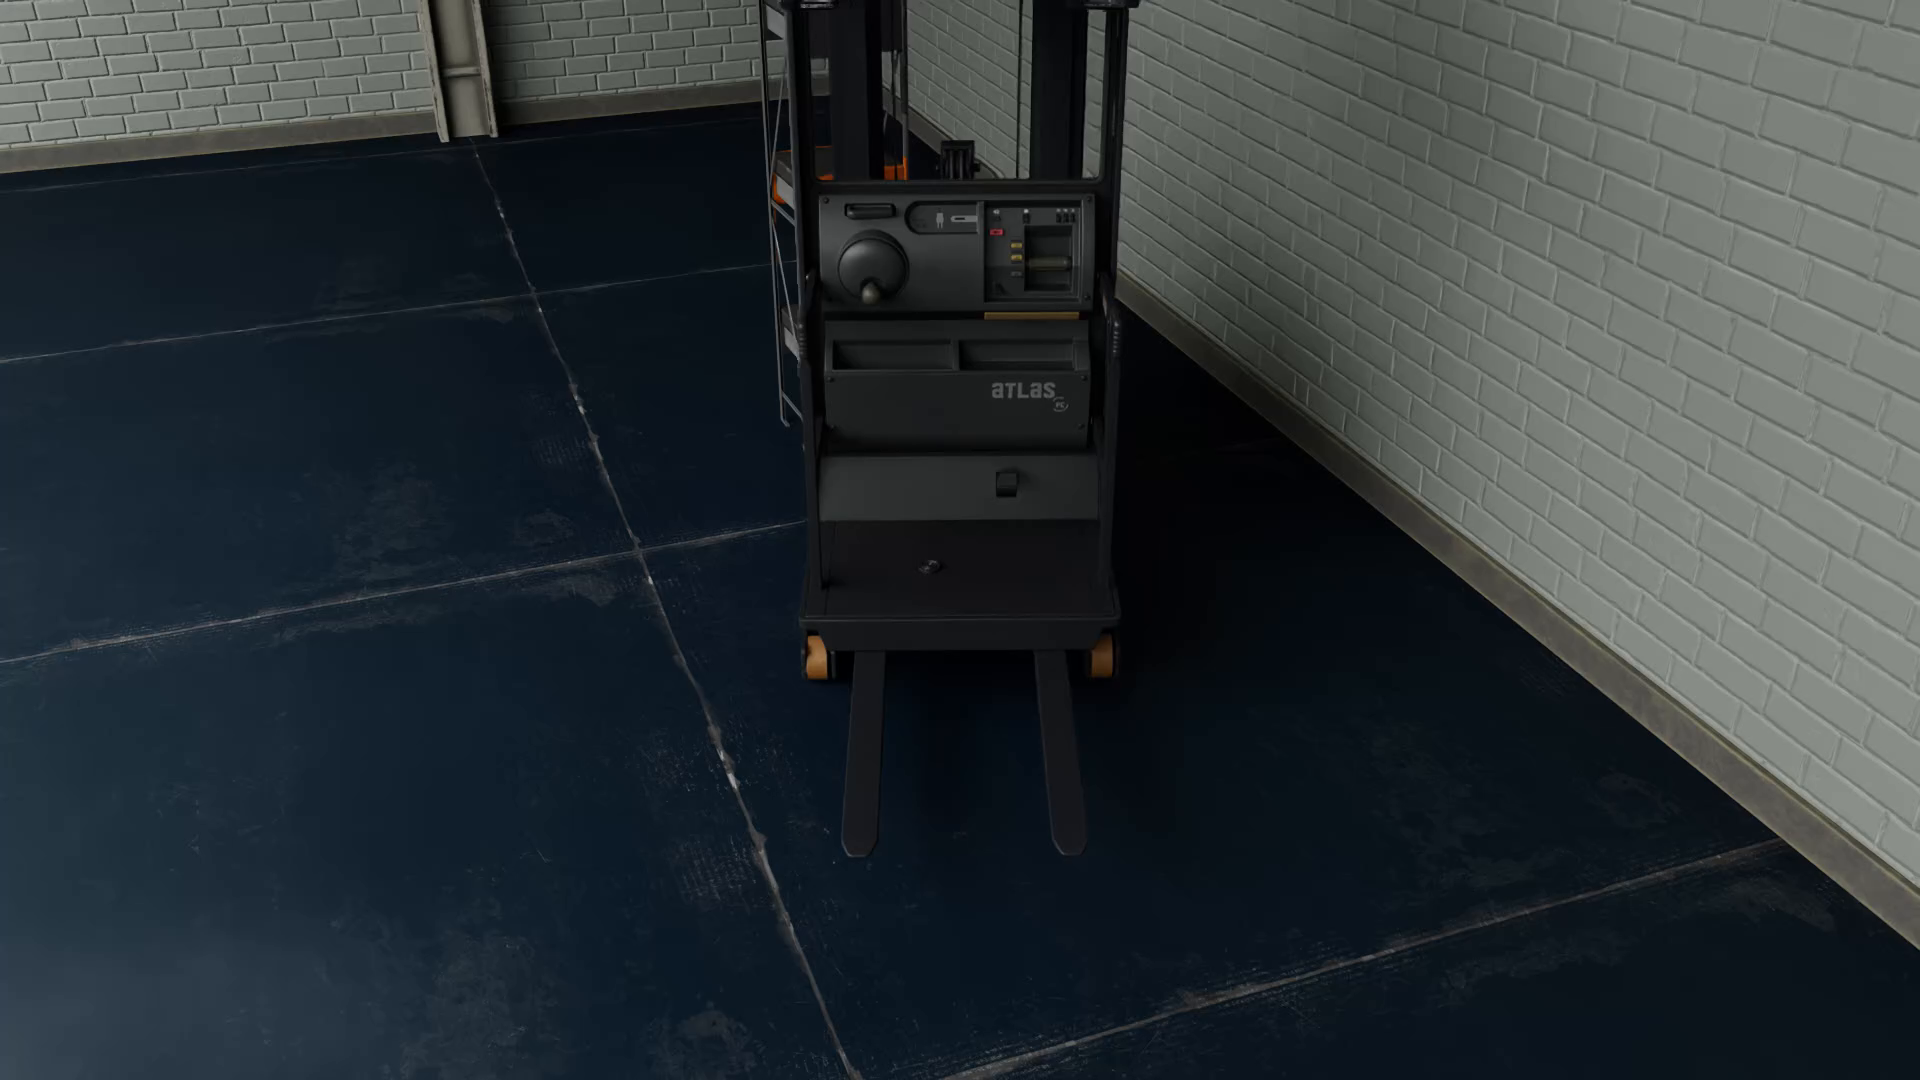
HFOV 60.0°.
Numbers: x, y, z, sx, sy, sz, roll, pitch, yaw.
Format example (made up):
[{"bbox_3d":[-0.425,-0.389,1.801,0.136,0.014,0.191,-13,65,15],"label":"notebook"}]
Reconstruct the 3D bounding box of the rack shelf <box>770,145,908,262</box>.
[{"bbox_3d":[-0.523,-1.418,7.146,0.480,0.518,0.431,-12,32,-20],"label":"rack shelf"}]

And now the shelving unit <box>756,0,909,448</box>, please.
[{"bbox_3d":[-0.523,-1.430,7.139,0.503,2.100,0.431,-12,32,-20],"label":"shelving unit"}]

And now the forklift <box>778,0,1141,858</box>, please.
[{"bbox_3d":[-0.004,-0.933,5.427,1.130,2.935,3.031,0,30,-1],"label":"forklift"}]

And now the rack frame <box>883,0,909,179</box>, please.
[{"bbox_3d":[-0.299,-1.478,7.224,0.015,2.100,0.400,-12,32,-20],"label":"rack frame"}]

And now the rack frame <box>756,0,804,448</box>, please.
[{"bbox_3d":[-0.746,-1.382,7.054,0.015,2.100,0.400,-12,32,-20],"label":"rack frame"}]

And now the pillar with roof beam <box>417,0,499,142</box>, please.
[{"bbox_3d":[-1.995,-4.800,6.085,0.400,9.000,9.100,-10,31,-18],"label":"pillar with roof beam"}]

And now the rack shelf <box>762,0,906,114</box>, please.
[{"bbox_3d":[-0.523,-2.026,6.799,0.480,0.518,0.431,-12,32,-20],"label":"rack shelf"}]

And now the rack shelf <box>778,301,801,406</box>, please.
[{"bbox_3d":[-0.523,-0.810,7.492,0.480,0.518,0.431,-12,32,-20],"label":"rack shelf"}]
